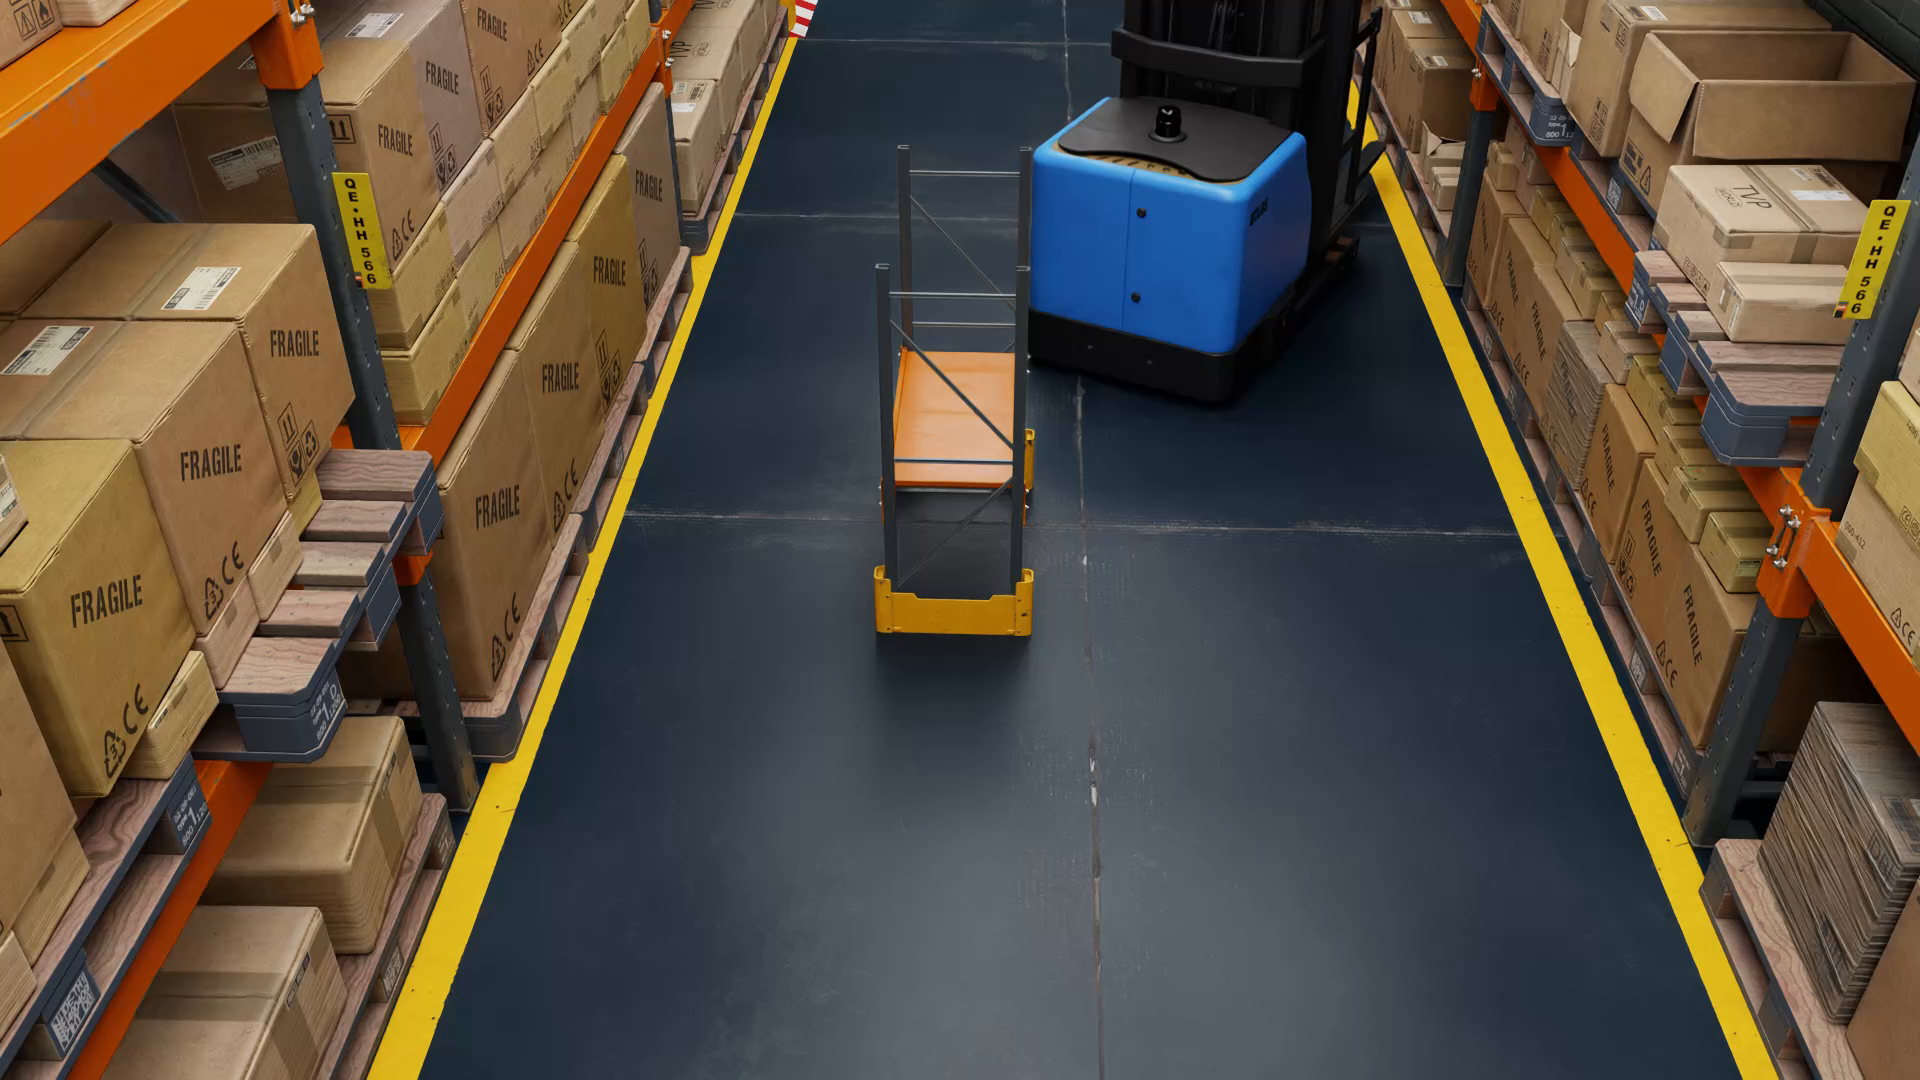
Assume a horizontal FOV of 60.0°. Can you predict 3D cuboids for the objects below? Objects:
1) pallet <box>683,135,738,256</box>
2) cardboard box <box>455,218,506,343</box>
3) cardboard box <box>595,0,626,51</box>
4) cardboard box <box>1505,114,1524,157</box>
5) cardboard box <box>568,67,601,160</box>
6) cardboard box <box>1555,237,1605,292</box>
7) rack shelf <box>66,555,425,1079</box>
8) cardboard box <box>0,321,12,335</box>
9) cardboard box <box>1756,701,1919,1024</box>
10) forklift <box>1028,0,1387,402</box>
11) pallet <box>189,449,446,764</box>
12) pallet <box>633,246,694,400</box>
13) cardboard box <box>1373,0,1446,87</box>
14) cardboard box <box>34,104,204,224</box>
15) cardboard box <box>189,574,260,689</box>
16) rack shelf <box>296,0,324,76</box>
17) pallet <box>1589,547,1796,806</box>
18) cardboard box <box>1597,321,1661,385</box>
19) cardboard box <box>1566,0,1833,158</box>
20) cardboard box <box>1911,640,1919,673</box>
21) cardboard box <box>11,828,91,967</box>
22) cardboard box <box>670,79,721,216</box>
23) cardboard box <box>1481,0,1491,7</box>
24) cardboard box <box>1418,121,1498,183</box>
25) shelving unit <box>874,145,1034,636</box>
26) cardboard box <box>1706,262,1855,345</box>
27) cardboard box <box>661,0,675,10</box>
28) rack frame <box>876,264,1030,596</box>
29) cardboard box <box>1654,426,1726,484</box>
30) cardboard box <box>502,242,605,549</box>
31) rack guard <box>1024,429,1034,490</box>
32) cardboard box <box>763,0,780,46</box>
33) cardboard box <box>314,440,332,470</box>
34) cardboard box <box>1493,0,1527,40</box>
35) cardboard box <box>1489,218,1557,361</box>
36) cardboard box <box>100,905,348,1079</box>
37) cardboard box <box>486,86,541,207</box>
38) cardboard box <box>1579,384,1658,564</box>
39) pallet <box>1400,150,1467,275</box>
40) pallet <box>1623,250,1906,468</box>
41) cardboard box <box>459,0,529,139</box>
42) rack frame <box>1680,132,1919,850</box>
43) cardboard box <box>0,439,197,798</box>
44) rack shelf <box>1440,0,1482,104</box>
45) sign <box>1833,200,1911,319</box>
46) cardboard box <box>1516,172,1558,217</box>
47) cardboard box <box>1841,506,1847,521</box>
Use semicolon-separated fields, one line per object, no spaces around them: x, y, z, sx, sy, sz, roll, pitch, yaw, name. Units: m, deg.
-1.838;-1.963;9.360;1.003;0.211;1.213;1;35;2;pallet
-1.834;-0.880;5.524;0.500;0.250;0.500;0;35;1;cardboard box
-1.734;-2.266;7.061;0.500;0.250;0.500;2;35;3;cardboard box
2.793;-1.891;7.818;0.380;0.149;0.250;1;35;1;cardboard box
-1.774;-1.762;6.779;0.500;0.250;0.500;0;35;1;cardboard box
2.755;-1.162;7.039;0.380;0.149;0.250;1;35;2;cardboard box
-2.188;1.072;3.241;1.077;0.370;4.000;1;35;2;rack shelf
-2.371;-0.153;3.648;0.500;0.500;0.500;3;35;4;cardboard box
2.813;0.899;4.562;0.875;0.625;0.625;2;35;3;cardboard box
1.454;-2.651;7.973;1.130;2.935;3.031;17;39;23;forklift
-2.030;0.119;4.138;1.213;0.211;1.003;1;35;2;pallet
-1.903;-1.083;8.108;1.003;0.211;1.213;1;35;2;pallet
2.981;-3.164;10.453;0.700;0.500;0.500;3;35;4;cardboard box
-2.348;-1.124;4.784;0.500;0.500;0.500;0;35;1;cardboard box
-1.808;0.200;3.710;0.380;0.149;0.250;0;35;0;cardboard box
-2.027;-2.453;5.648;1.077;0.370;4.000;1;35;2;rack shelf
2.920;0.454;5.920;1.003;0.211;1.213;1;35;2;pallet
2.700;-0.724;6.416;0.380;0.149;0.250;0;35;0;cardboard box
2.718;-1.748;6.176;0.700;0.500;0.500;1;35;2;cardboard box
2.565;0.341;3.786;0.500;0.250;0.500;1;35;1;cardboard box
-1.869;0.646;3.076;0.380;0.149;0.250;0;35;0;cardboard box
-1.815;-2.151;9.065;0.875;0.438;0.875;1;35;1;cardboard box
2.773;-2.643;8.120;0.380;0.149;0.250;2;35;3;cardboard box
2.756;-2.142;9.201;0.396;0.266;0.258;3;35;4;cardboard box
-0.003;-0.570;6.256;0.587;1.500;1.083;1;35;2;shelving unit
2.495;-0.714;5.010;0.380;0.149;0.250;2;35;3;cardboard box
-1.666;-2.974;8.285;0.500;0.500;0.500;2;35;3;cardboard box
-0.024;-0.273;5.833;0.500;1.500;0.032;1;35;2;rack frame
2.654;-0.270;5.771;0.380;0.149;0.250;0;35;0;cardboard box
-1.957;-0.581;6.450;0.875;0.875;0.875;2;35;2;cardboard box
0.017;-0.345;7.023;0.587;0.250;0.087;1;35;2;rack guard
-1.713;-3.709;11.282;0.875;0.438;0.875;0;35;0;cardboard box
-1.886;-0.246;4.345;0.380;0.149;0.250;3;35;4;cardboard box
2.770;-2.497;7.241;0.700;0.500;0.500;2;35;3;cardboard box
2.757;-1.127;7.553;0.500;0.500;0.500;1;35;1;cardboard box
-2.162;1.281;4.239;0.950;0.372;0.625;1;35;1;cardboard box
-1.786;-1.383;5.804;0.500;0.250;0.500;1;35;2;cardboard box
2.703;-0.244;6.296;0.500;0.500;0.500;3;35;4;cardboard box
3.041;-1.810;9.142;1.003;0.211;1.213;1;35;2;pallet
2.809;-0.571;5.121;1.213;0.211;1.003;1;35;2;pallet
-1.797;-1.681;5.576;0.500;0.500;0.500;2;35;3;cardboard box
2.852;-0.258;4.509;1.000;3.000;0.127;1;35;2;rack frame
-1.877;0.150;3.218;0.500;0.500;0.500;-1;35;-1;cardboard box
3.093;-3.411;9.621;1.077;0.370;4.000;1;35;2;rack shelf
2.310;-0.707;4.209;0.100;0.325;0.005;1;35;2;sign
2.799;-1.610;7.677;0.380;0.149;0.250;0;35;1;cardboard box
3.189;0.075;5.843;0.500;0.500;0.500;1;35;2;cardboard box
